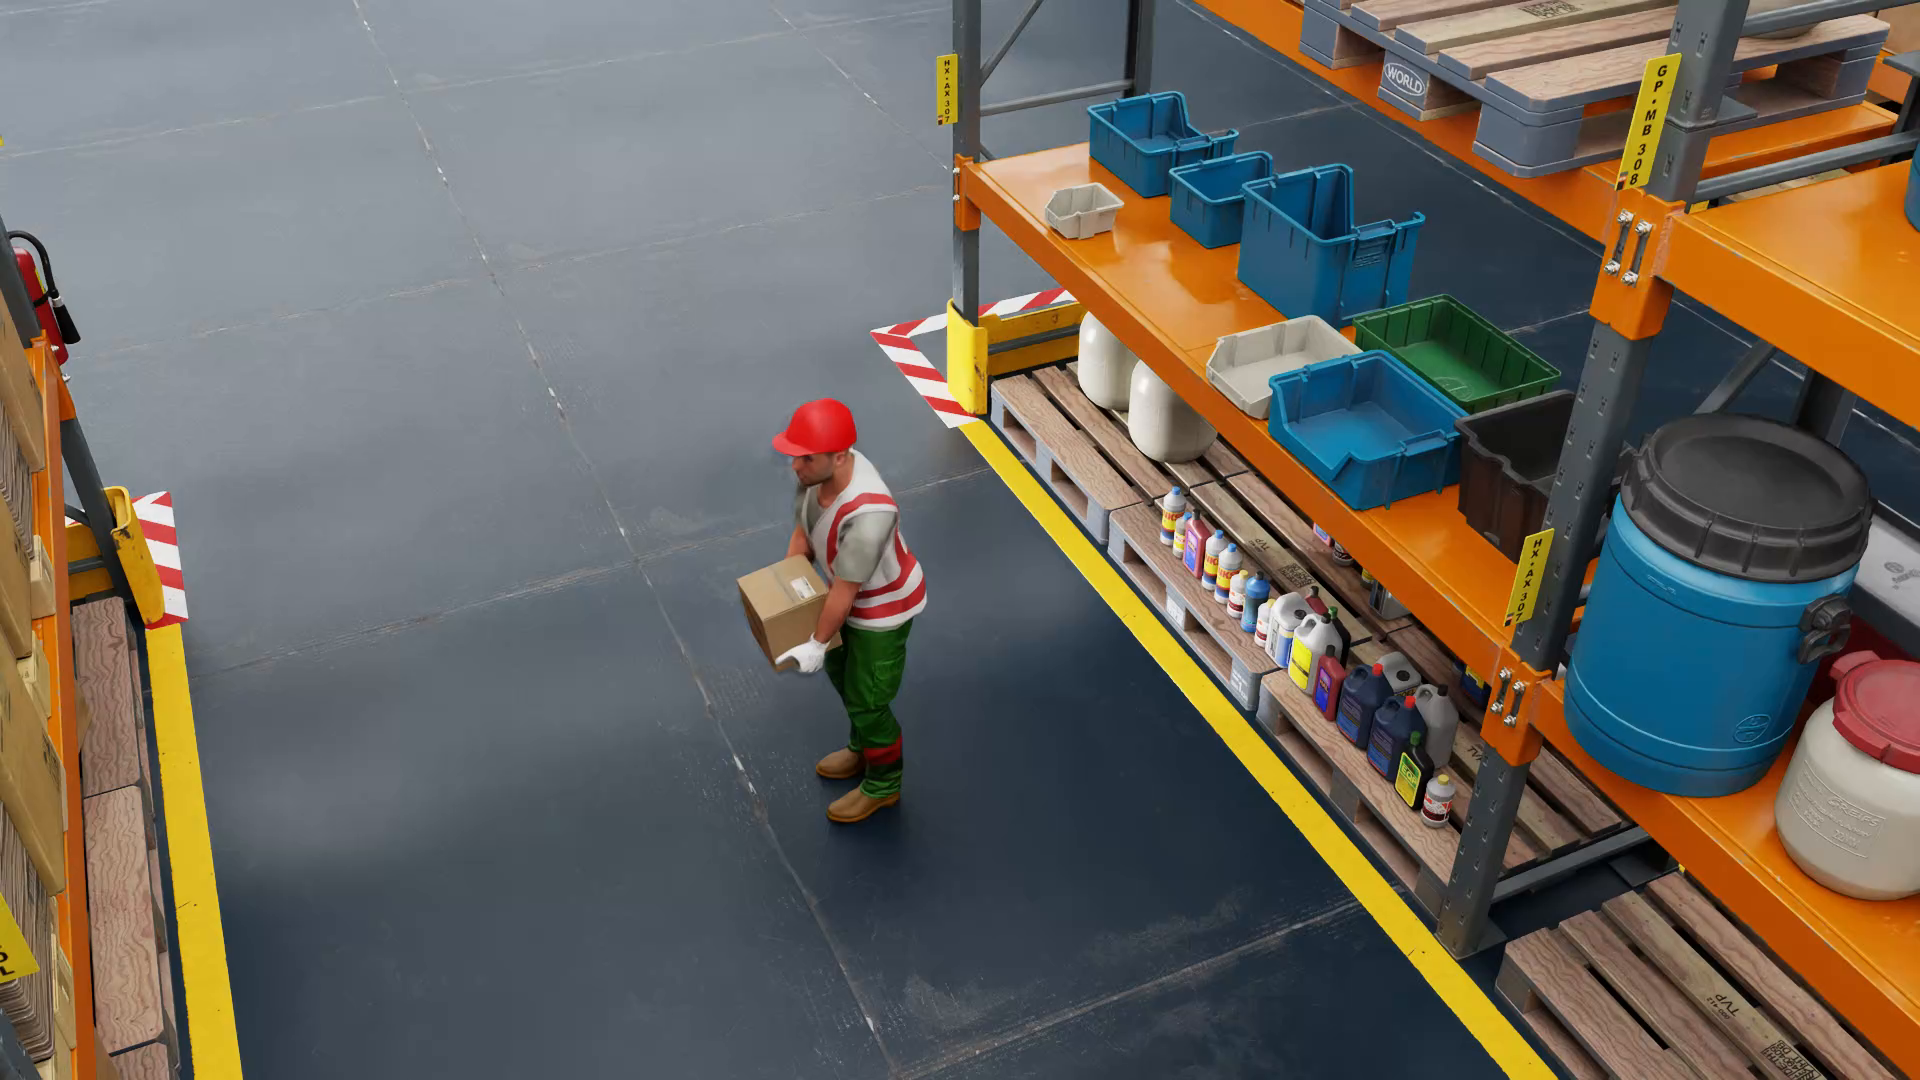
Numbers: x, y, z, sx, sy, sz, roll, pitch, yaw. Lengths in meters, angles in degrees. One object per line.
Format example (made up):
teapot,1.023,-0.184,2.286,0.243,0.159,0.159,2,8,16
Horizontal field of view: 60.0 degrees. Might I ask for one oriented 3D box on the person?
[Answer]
person,-0.414,0.261,5.803,0.586,1.763,0.488,-16,40,-21
